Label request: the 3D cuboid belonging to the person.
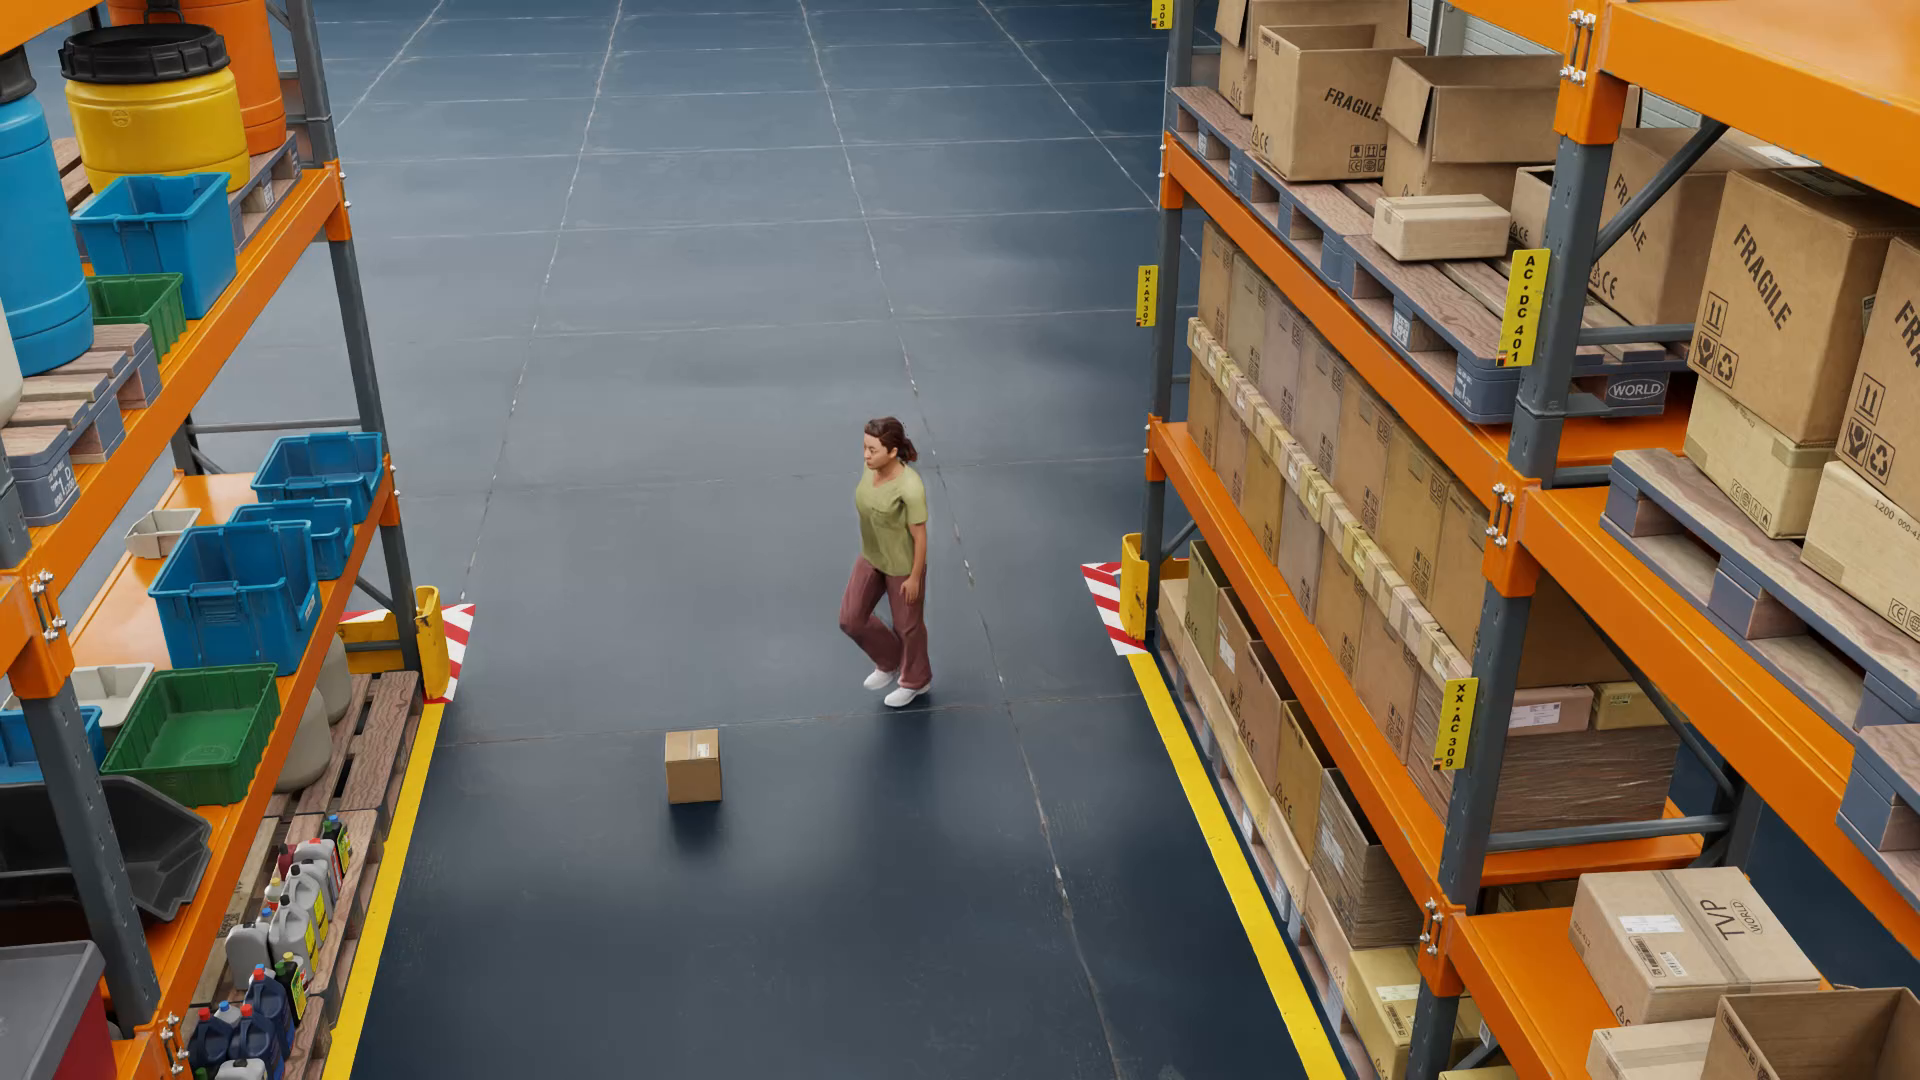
[{"bbox_3d":[-0.324,0.124,8.344,0.468,1.661,0.469,23,35,37],"label":"person"}]
